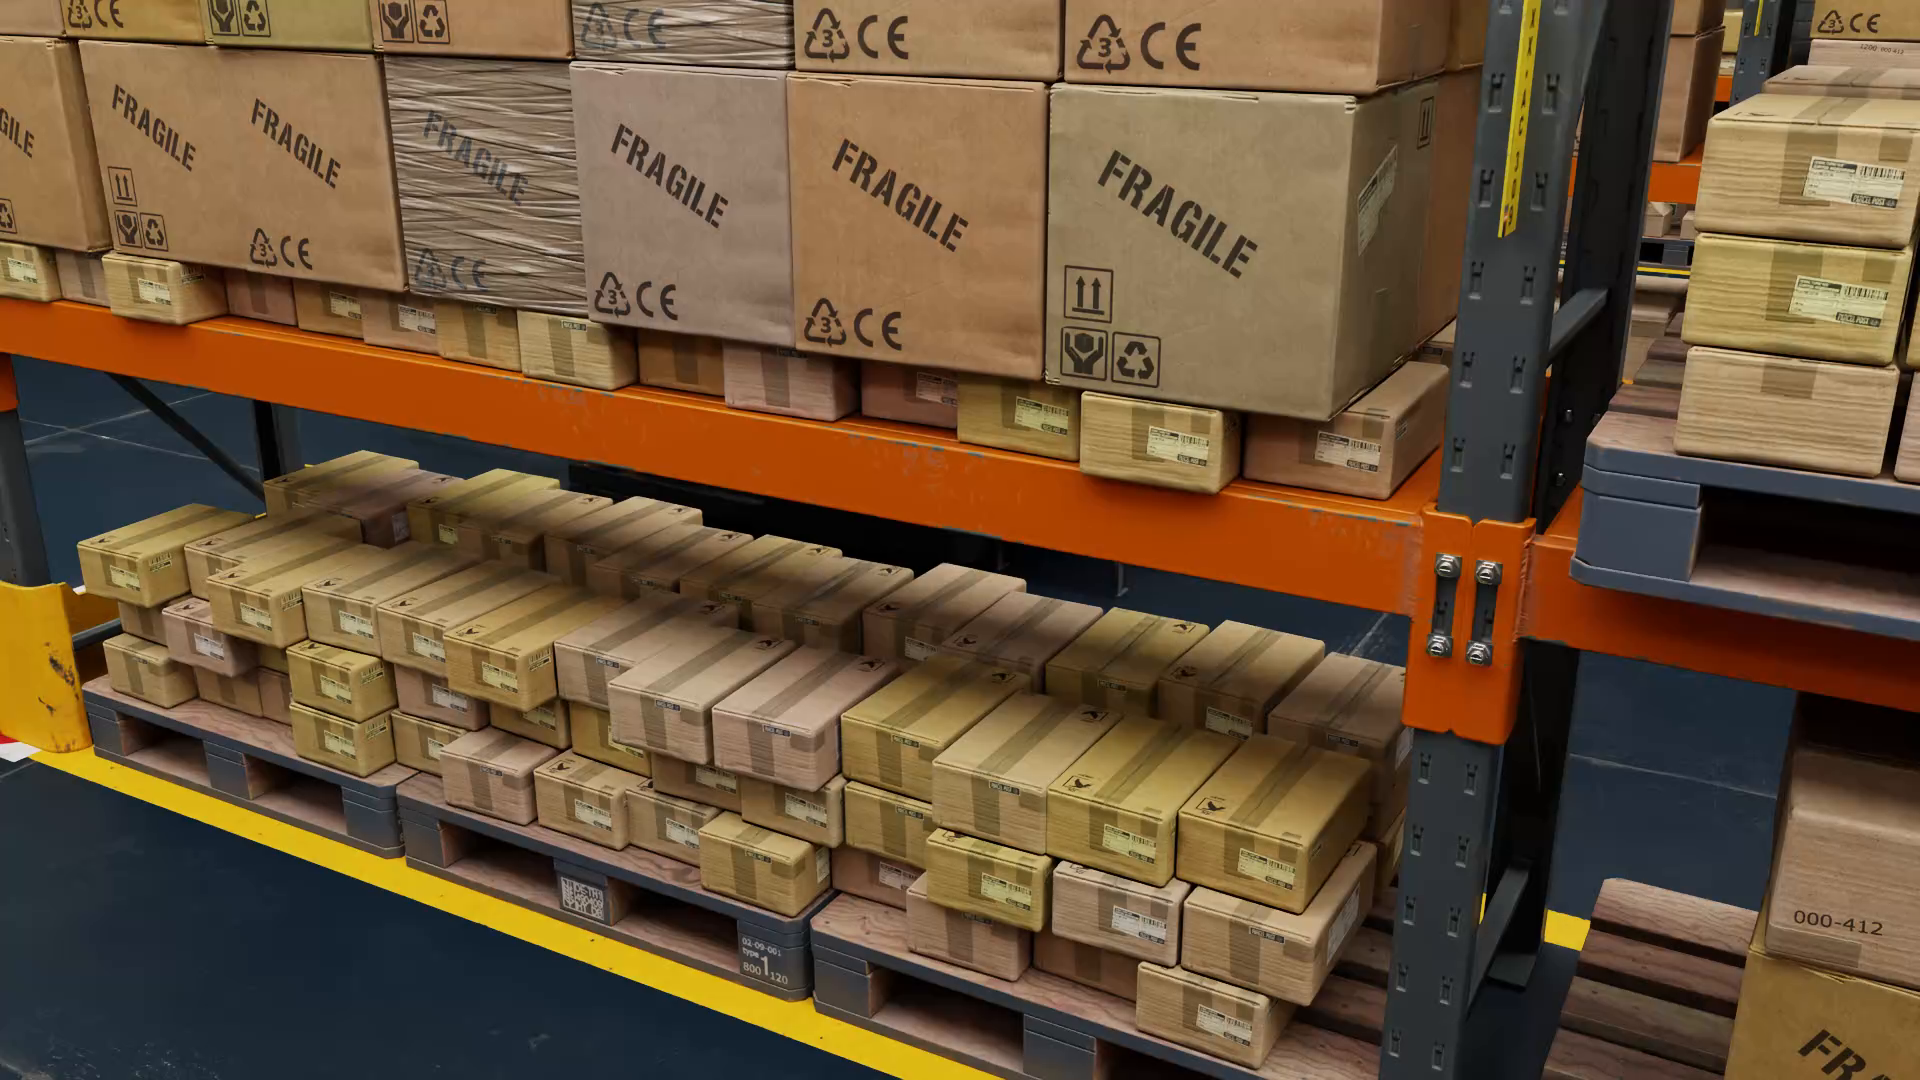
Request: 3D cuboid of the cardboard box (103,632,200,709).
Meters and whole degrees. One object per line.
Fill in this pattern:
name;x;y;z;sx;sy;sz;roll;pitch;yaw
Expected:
cardboard box;-2.148;0.312;4.672;0.250;0.149;0.380;11;23;28

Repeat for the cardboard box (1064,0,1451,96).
cardboard box;0.501;-1.003;2.681;0.500;0.500;0.500;10;22;25

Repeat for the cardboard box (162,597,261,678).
cardboard box;-1.905;0.215;4.501;0.250;0.149;0.380;11;23;27

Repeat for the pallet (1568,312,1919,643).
pallet;1.639;-0.088;2.489;1.213;0.211;1.003;11;23;27

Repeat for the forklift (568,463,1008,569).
forklift;-0.993;-1.635;6.575;3.031;2.935;1.130;12;23;30

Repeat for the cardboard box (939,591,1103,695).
cardboard box;0.148;0.269;3.919;0.250;0.149;0.380;10;22;26

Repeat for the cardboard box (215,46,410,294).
cardboard box;-1.291;-0.877;3.800;0.500;0.500;0.500;11;23;28

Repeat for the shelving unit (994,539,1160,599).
shelving unit;0.445;-0.884;5.724;0.503;2.100;0.431;12;23;30

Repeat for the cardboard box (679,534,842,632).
cardboard box;-0.509;0.128;4.305;0.250;0.149;0.380;11;23;28

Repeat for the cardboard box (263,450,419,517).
cardboard box;-1.863;-0.138;5.038;0.250;0.149;0.380;11;23;28

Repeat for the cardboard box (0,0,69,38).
cardboard box;-2.187;-1.517;4.098;0.500;0.500;0.500;11;22;27

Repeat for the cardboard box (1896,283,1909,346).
cardboard box;1.486;-0.420;2.878;0.250;0.149;0.380;10;22;26

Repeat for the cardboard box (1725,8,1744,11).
cardboard box;5.486;-3.549;11.534;0.500;0.250;0.500;11;22;27

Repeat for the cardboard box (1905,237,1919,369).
cardboard box;1.390;-0.322;2.171;0.250;0.149;0.380;10;22;26

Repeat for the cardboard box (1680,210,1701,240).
cardboard box;5.157;-2.179;11.539;0.250;0.149;0.380;10;22;26

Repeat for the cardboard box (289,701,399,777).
cardboard box;-1.490;0.445;4.303;0.250;0.149;0.380;11;23;28

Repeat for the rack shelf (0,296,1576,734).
rack shelf;-0.703;-0.343;3.966;4.000;0.370;1.077;11;23;27

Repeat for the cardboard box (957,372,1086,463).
cardboard box;0.197;-0.281;3.108;0.250;0.149;0.380;12;23;29

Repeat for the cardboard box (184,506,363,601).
cardboard box;-1.858;0.048;4.526;0.250;0.149;0.380;11;23;28

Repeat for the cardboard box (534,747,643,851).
cardboard box;-0.791;0.565;3.973;0.250;0.149;0.380;11;23;27

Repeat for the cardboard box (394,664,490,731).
cardboard box;-1.200;0.321;4.211;0.250;0.149;0.380;10;22;25

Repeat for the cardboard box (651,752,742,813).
cardboard box;-0.499;0.458;3.831;0.250;0.149;0.380;10;22;25

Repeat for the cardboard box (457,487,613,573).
cardboard box;-1.189;-0.012;4.691;0.250;0.149;0.380;10;22;25

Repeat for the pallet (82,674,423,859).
pallet;-1.691;0.456;4.799;1.213;0.211;1.003;11;23;27

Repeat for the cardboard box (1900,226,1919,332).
cardboard box;3.949;-0.958;7.107;0.875;0.875;0.875;12;23;29

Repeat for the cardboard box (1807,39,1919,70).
cardboard box;3.615;-1.846;6.542;0.500;0.250;0.500;10;22;26

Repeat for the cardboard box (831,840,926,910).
cardboard box;-0.084;0.658;3.717;0.250;0.149;0.380;10;22;26

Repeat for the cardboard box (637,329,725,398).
cardboard box;-0.464;-0.425;3.507;0.250;0.149;0.380;10;22;27

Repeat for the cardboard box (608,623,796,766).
cardboard box;-0.569;0.338;3.726;0.250;0.149;0.380;10;22;25

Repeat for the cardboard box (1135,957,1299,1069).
cardboard box;0.534;0.831;3.241;0.250;0.149;0.380;11;23;28

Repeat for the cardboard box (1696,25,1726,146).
cardboard box;3.087;-2.042;7.448;0.500;0.500;0.500;12;23;29

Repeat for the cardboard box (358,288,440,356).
cardboard box;-1.155;-0.549;3.848;0.250;0.149;0.380;10;22;26

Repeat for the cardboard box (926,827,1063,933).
cardboard box;0.128;0.616;3.396;0.250;0.149;0.380;10;22;25

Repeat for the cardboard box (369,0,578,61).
cardboard box;-0.853;-1.258;3.384;0.500;0.500;0.500;10;22;26

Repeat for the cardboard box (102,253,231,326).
cardboard box;-1.875;-0.653;4.135;0.250;0.149;0.380;10;22;26

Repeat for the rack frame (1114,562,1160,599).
rack frame;0.651;-0.840;5.601;0.015;2.100;0.400;12;23;30

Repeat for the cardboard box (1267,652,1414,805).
cardboard box;0.843;0.396;3.567;0.250;0.149;0.380;12;23;29

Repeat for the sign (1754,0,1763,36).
sign;3.099;-2.117;6.418;0.005;0.325;0.100;11;23;27

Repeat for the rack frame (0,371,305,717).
rack frame;-2.449;-1.013;4.760;0.127;3.000;1.000;11;23;27

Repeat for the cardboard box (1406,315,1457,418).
cardboard box;0.955;-0.375;3.367;0.250;0.149;0.380;12;23;29

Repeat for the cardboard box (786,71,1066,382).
cardboard box;0.030;-0.618;3.087;0.500;0.500;0.500;10;22;26

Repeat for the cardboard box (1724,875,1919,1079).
cardboard box;1.559;0.831;2.724;0.500;0.500;0.500;12;23;29

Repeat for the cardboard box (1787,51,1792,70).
cardboard box;5.385;-3.177;11.092;0.250;0.149;0.380;11;23;28

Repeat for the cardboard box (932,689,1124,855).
cardboard box;0.142;0.463;3.382;0.250;0.149;0.380;11;22;27

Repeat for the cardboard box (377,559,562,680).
cardboard box;-1.206;0.194;4.125;0.250;0.149;0.380;12;23;29
